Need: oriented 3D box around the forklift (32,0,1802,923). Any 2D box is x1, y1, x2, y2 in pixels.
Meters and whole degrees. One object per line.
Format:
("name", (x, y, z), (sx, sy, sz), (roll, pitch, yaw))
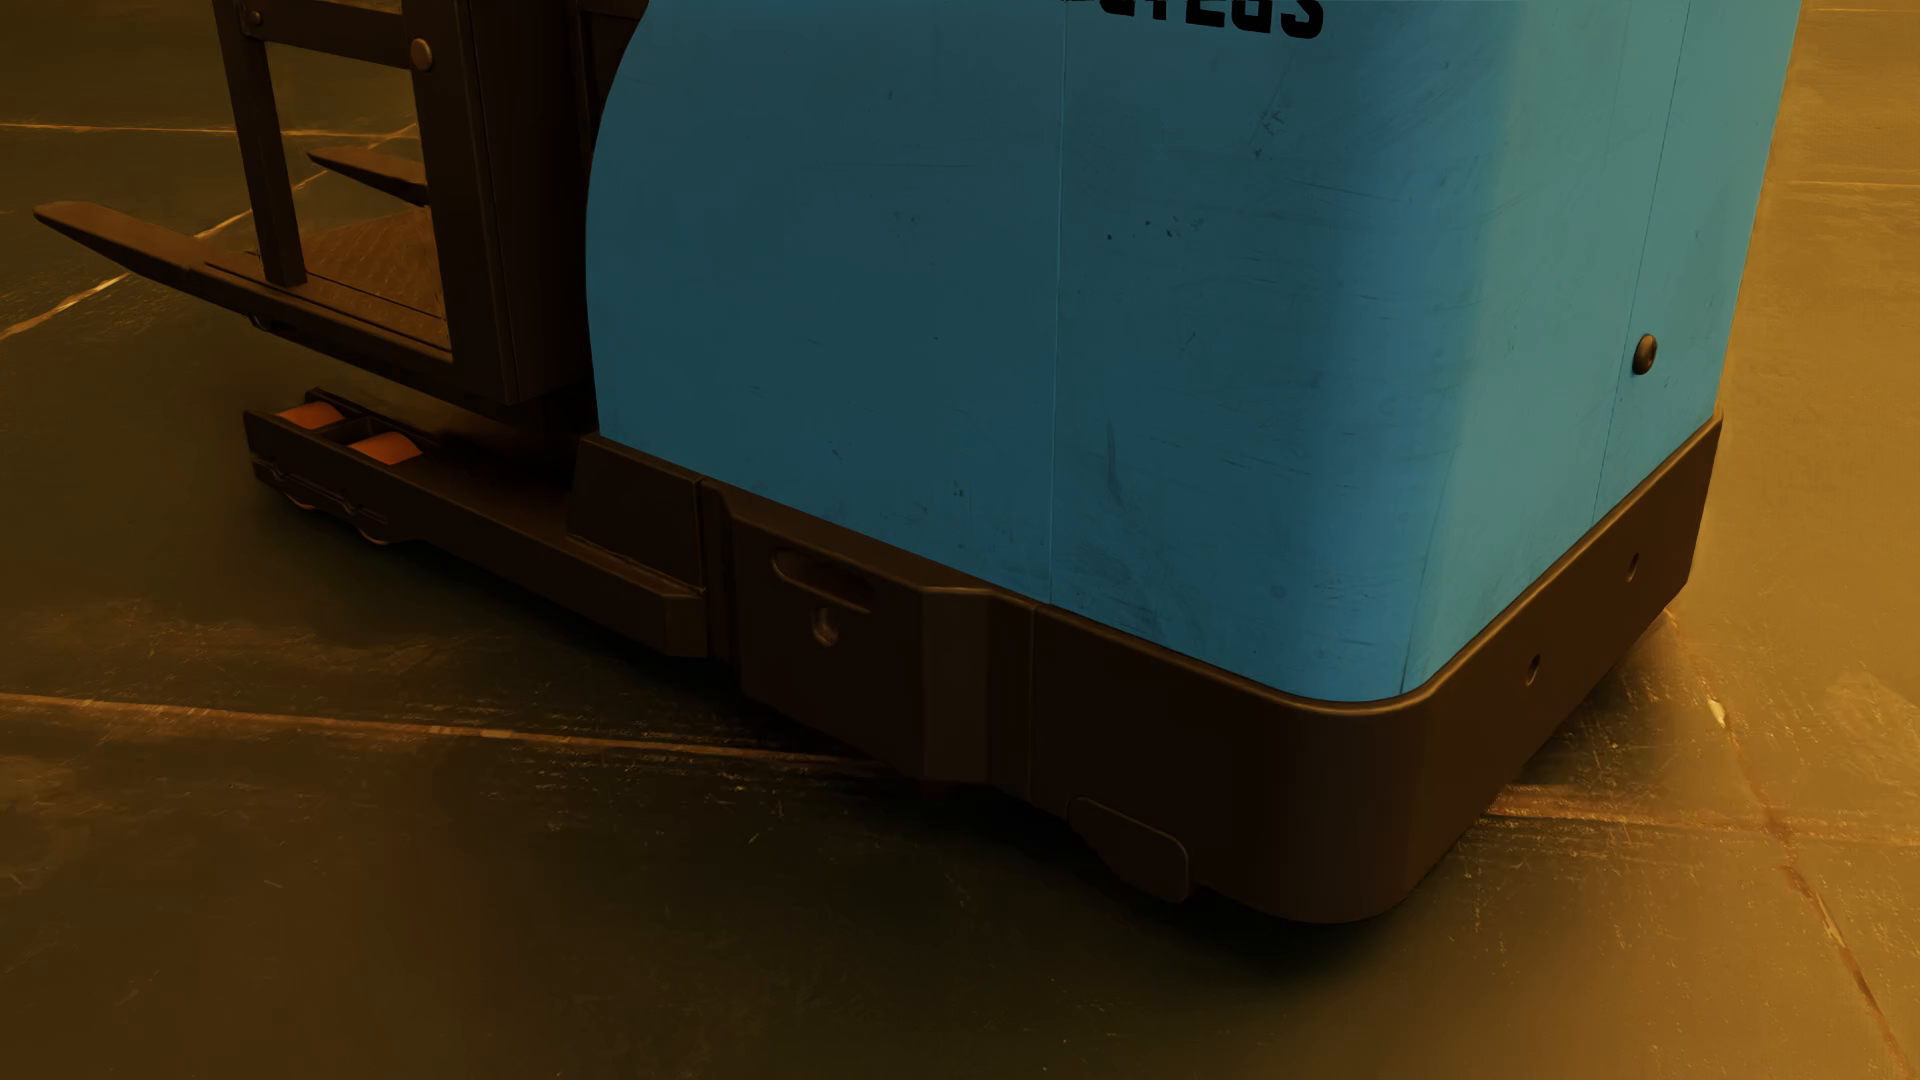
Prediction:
("forklift", (-0.476, -1.466, 2.156), (3.031, 2.935, 1.130), (20, 33, 34))
